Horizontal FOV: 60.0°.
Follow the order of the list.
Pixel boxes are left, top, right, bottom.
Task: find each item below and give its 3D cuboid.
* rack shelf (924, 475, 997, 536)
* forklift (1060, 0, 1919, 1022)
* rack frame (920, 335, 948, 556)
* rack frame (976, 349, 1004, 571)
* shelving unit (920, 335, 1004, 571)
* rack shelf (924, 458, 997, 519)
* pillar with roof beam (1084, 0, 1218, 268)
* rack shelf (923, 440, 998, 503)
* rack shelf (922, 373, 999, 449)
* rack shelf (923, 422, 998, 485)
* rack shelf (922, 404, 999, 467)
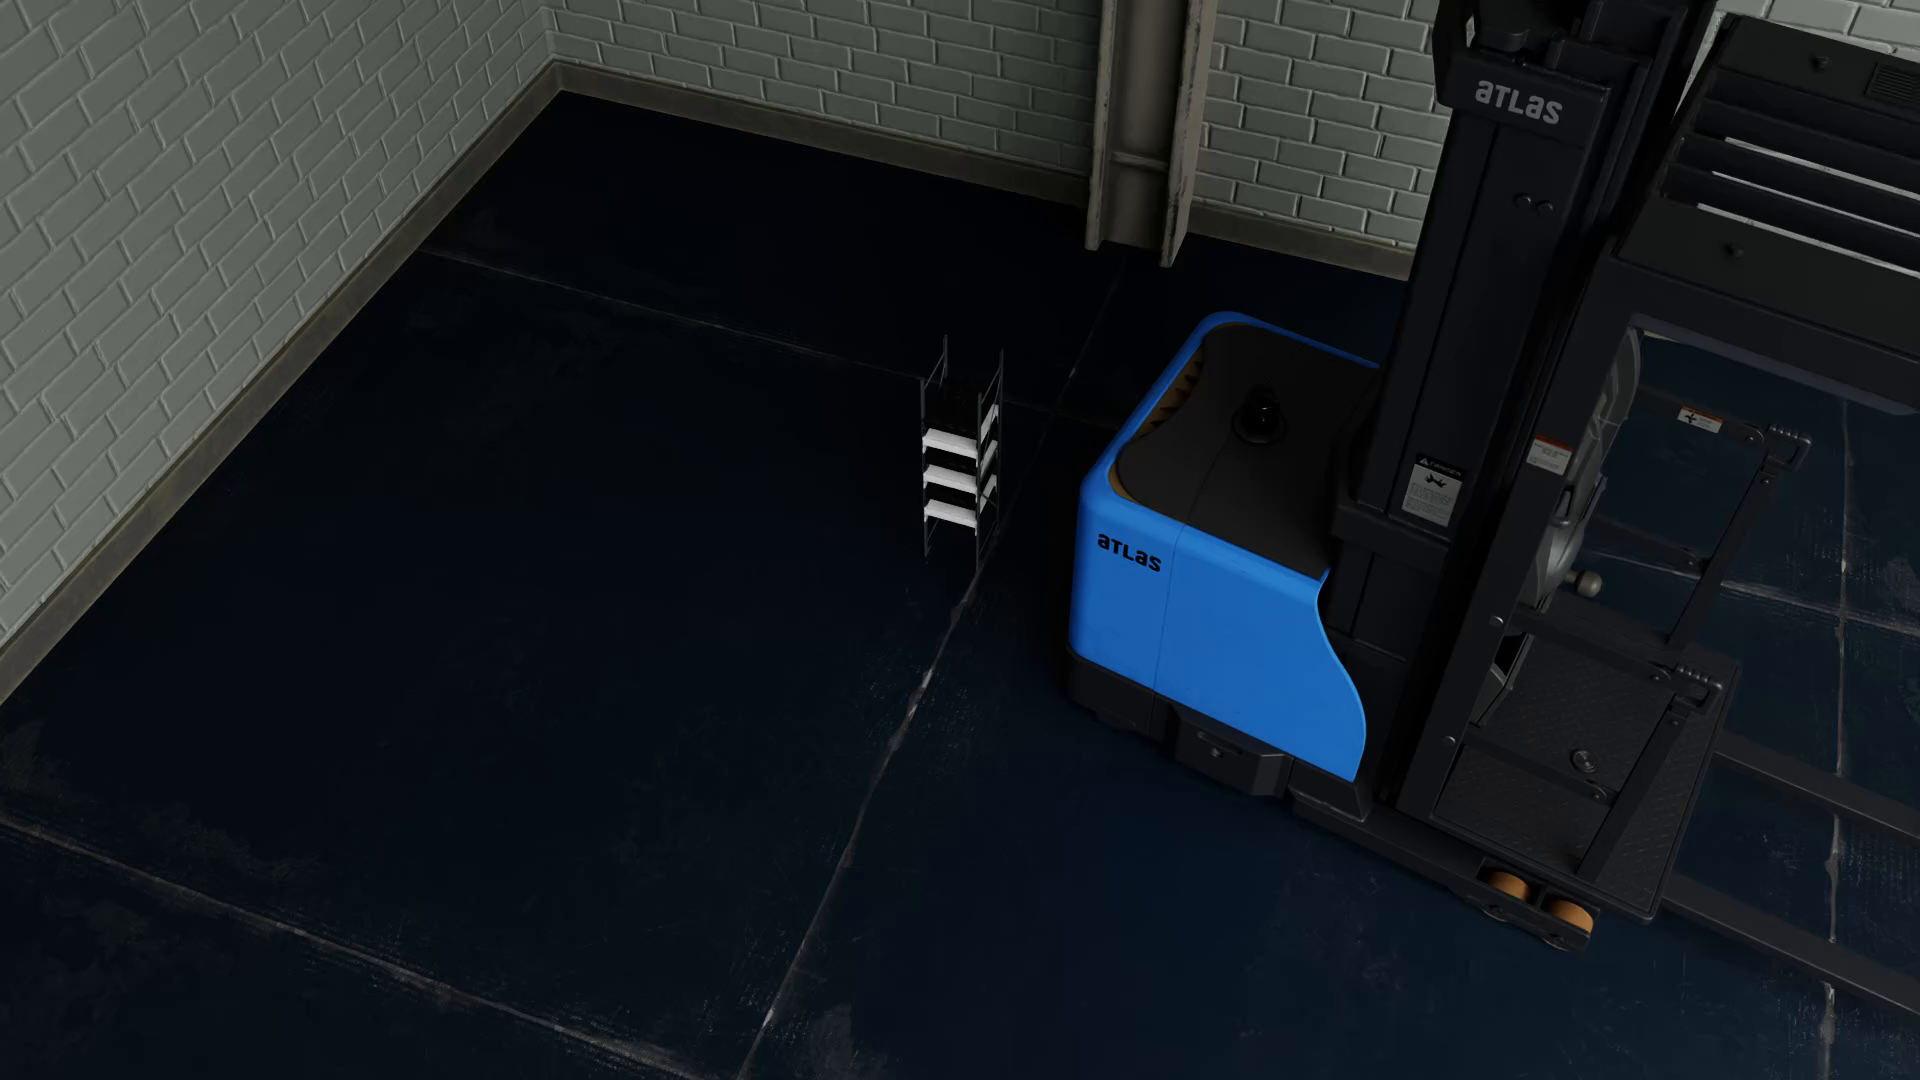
[{"bbox_3d":[0.008,-0.153,6.069,0.200,0.077,0.258,16,51,13],"label":"rack shelf"},{"bbox_3d":[1.875,-0.156,4.446,3.031,2.935,1.130,24,53,20],"label":"forklift"},{"bbox_3d":[-0.088,-0.319,5.931,0.006,0.900,0.240,16,51,13],"label":"rack frame"},{"bbox_3d":[0.103,-0.266,5.885,0.006,0.900,0.240,16,51,13],"label":"rack frame"},{"bbox_3d":[0.008,-0.293,5.908,0.210,0.900,0.258,16,51,13],"label":"shelving unit"},{"bbox_3d":[0.008,-0.212,6.001,0.200,0.077,0.258,16,51,13],"label":"rack shelf"},{"bbox_3d":[-0.704,-1.247,1.376,0.400,9.000,9.100,16,51,13],"label":"pillar with roof beam"},{"bbox_3d":[0.008,-0.271,5.933,0.200,0.077,0.258,16,51,13],"label":"rack shelf"},{"bbox_3d":[0.008,-0.448,5.729,0.200,0.077,0.258,16,51,13],"label":"rack shelf"},{"bbox_3d":[0.008,-0.330,5.865,0.200,0.077,0.258,16,51,13],"label":"rack shelf"},{"bbox_3d":[0.008,-0.389,5.797,0.200,0.077,0.258,16,51,13],"label":"rack shelf"}]
